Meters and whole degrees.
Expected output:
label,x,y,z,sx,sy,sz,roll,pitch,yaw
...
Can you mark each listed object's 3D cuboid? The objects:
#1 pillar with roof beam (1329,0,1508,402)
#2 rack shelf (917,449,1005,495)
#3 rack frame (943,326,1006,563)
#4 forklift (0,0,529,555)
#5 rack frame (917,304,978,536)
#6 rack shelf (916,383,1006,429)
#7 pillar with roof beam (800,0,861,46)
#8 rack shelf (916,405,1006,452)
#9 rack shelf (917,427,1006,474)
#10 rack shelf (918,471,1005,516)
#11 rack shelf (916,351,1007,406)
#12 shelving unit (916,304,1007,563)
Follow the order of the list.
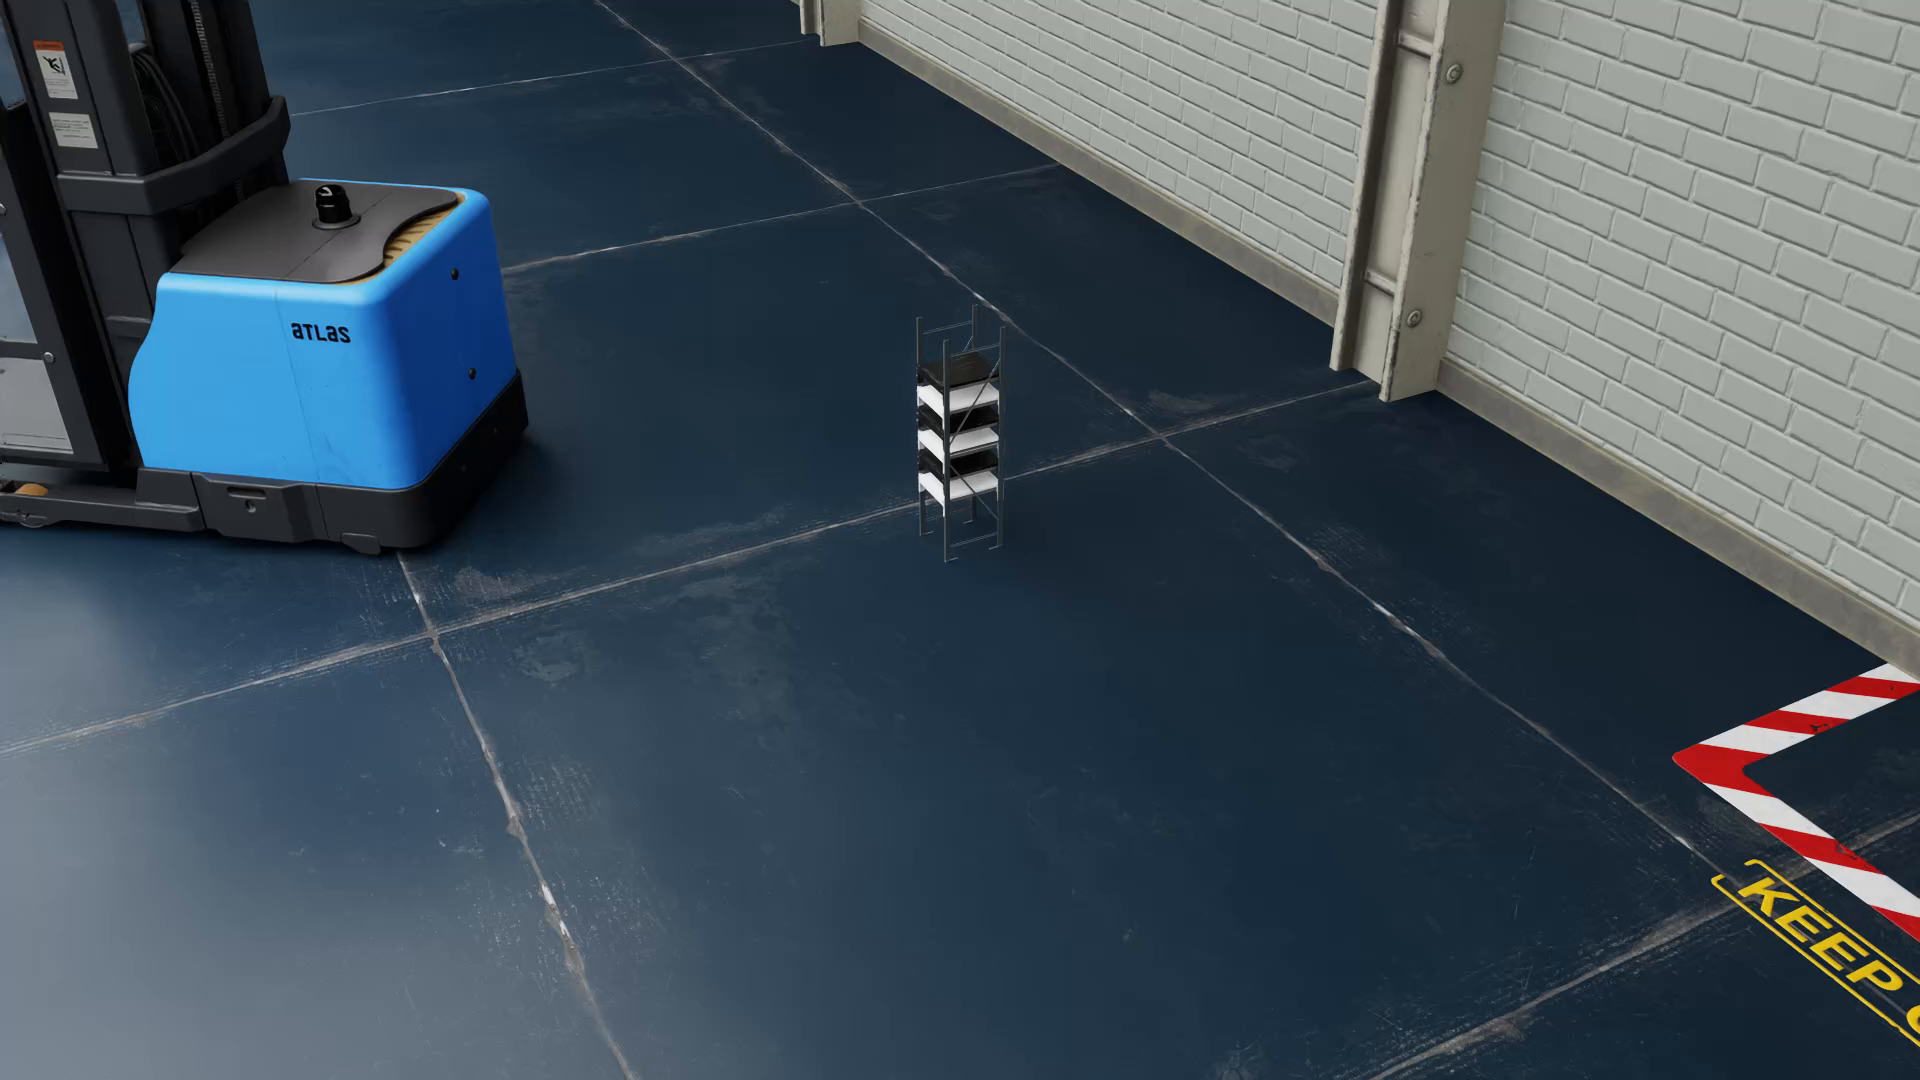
label,x,y,z,sx,sy,sz,roll,pitch,yaw
pillar with roof beam,-1.925,-3.432,3.265,9.100,9.000,0.400,-16,36,-23
rack shelf,0.004,-0.271,6.068,0.258,0.077,0.200,-16,36,-23
rack frame,0.051,-0.327,5.925,0.240,0.900,0.006,-16,36,-23
forklift,-3.345,-1.553,5.958,3.031,2.935,1.130,5,33,8
rack frame,-0.044,-0.424,6.077,0.240,0.900,0.006,-16,36,-23
rack shelf,0.004,-0.499,5.922,0.258,0.077,0.200,-16,36,-23
pillar with roof beam,-4.722,-6.295,7.734,9.100,9.000,0.400,-16,36,-23
rack shelf,0.004,-0.423,5.971,0.258,0.077,0.200,-16,36,-23
rack shelf,0.004,-0.347,6.019,0.258,0.077,0.200,-16,36,-23
rack shelf,0.004,-0.195,6.116,0.258,0.077,0.200,-16,36,-23
rack shelf,0.004,-0.574,5.874,0.258,0.077,0.200,-16,36,-23
shelving unit,0.004,-0.375,6.001,0.258,0.900,0.210,-16,36,-23
